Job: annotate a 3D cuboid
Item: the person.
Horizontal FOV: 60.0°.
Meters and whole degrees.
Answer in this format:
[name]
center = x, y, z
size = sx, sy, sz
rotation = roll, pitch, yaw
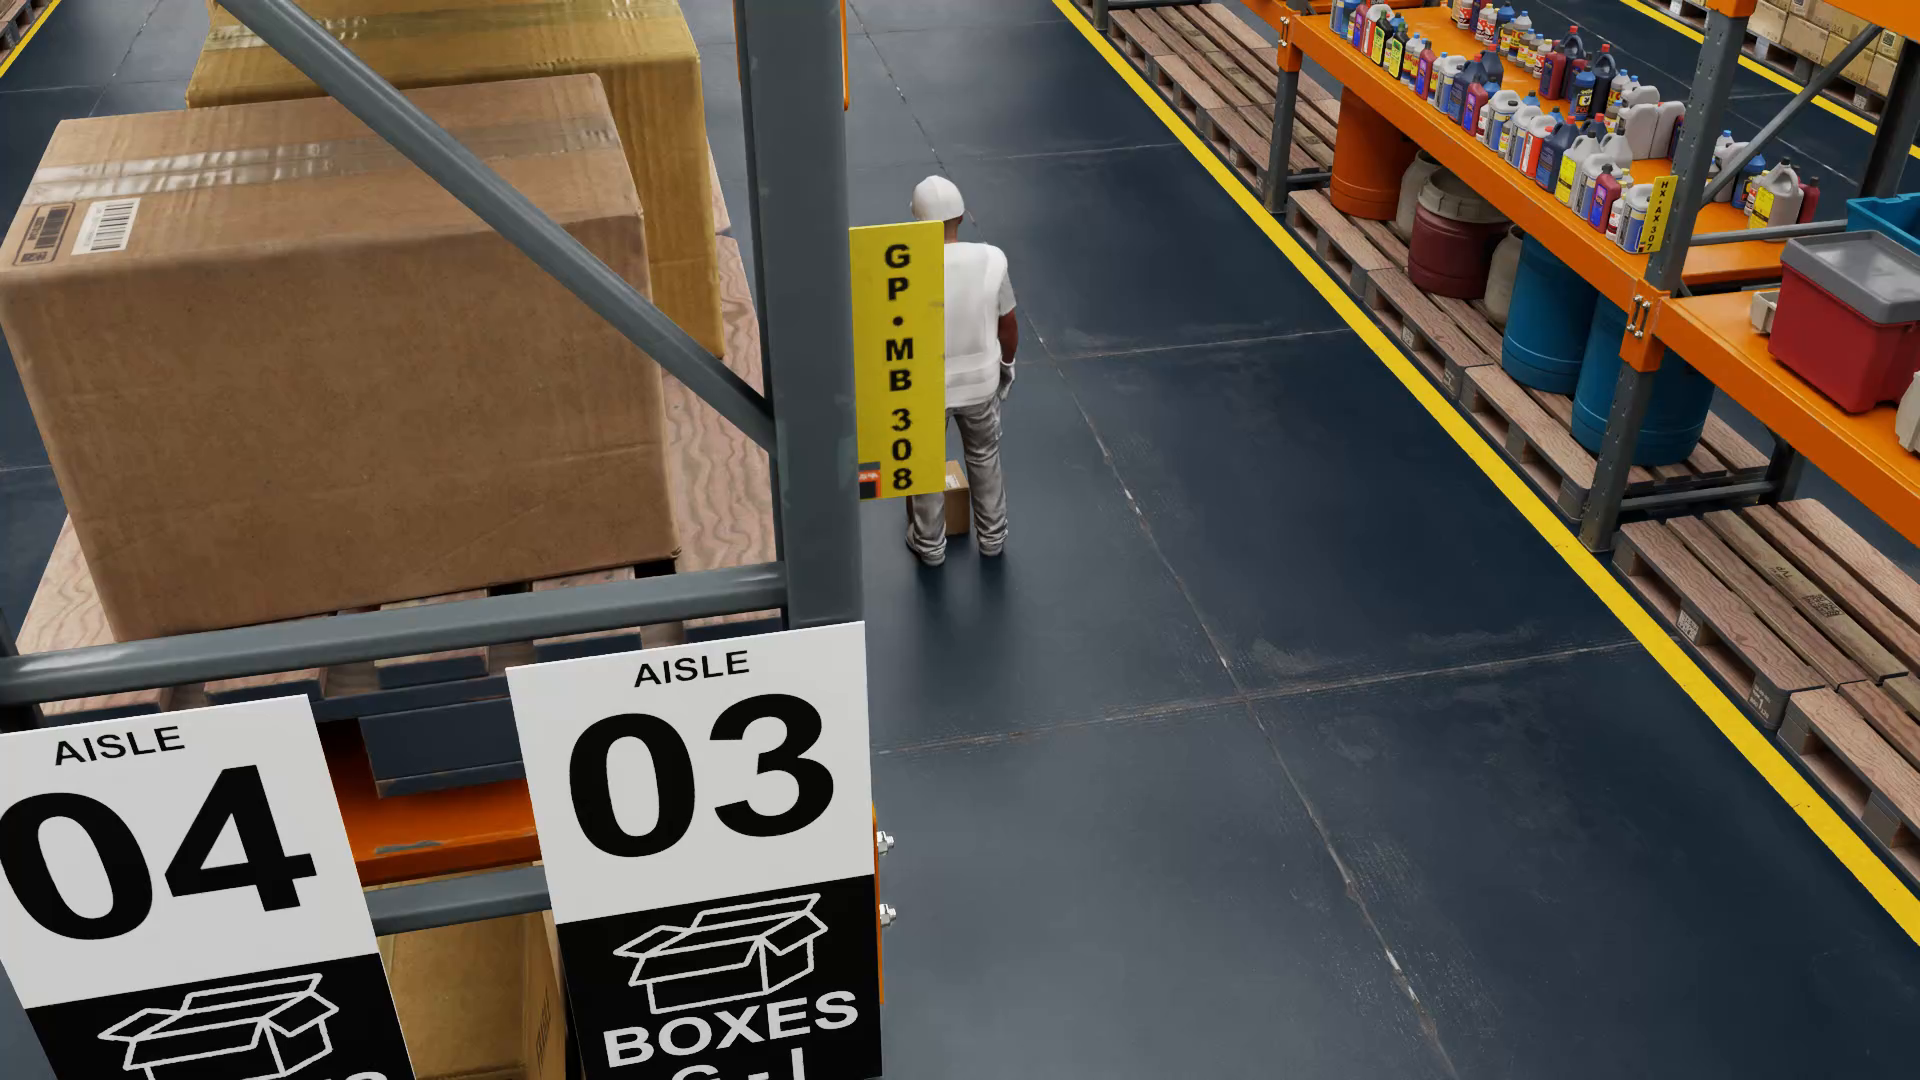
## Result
[person]
center = -0.054, -0.694, 7.159
size = 0.630, 1.776, 0.443
rotation = -9, 35, -13
